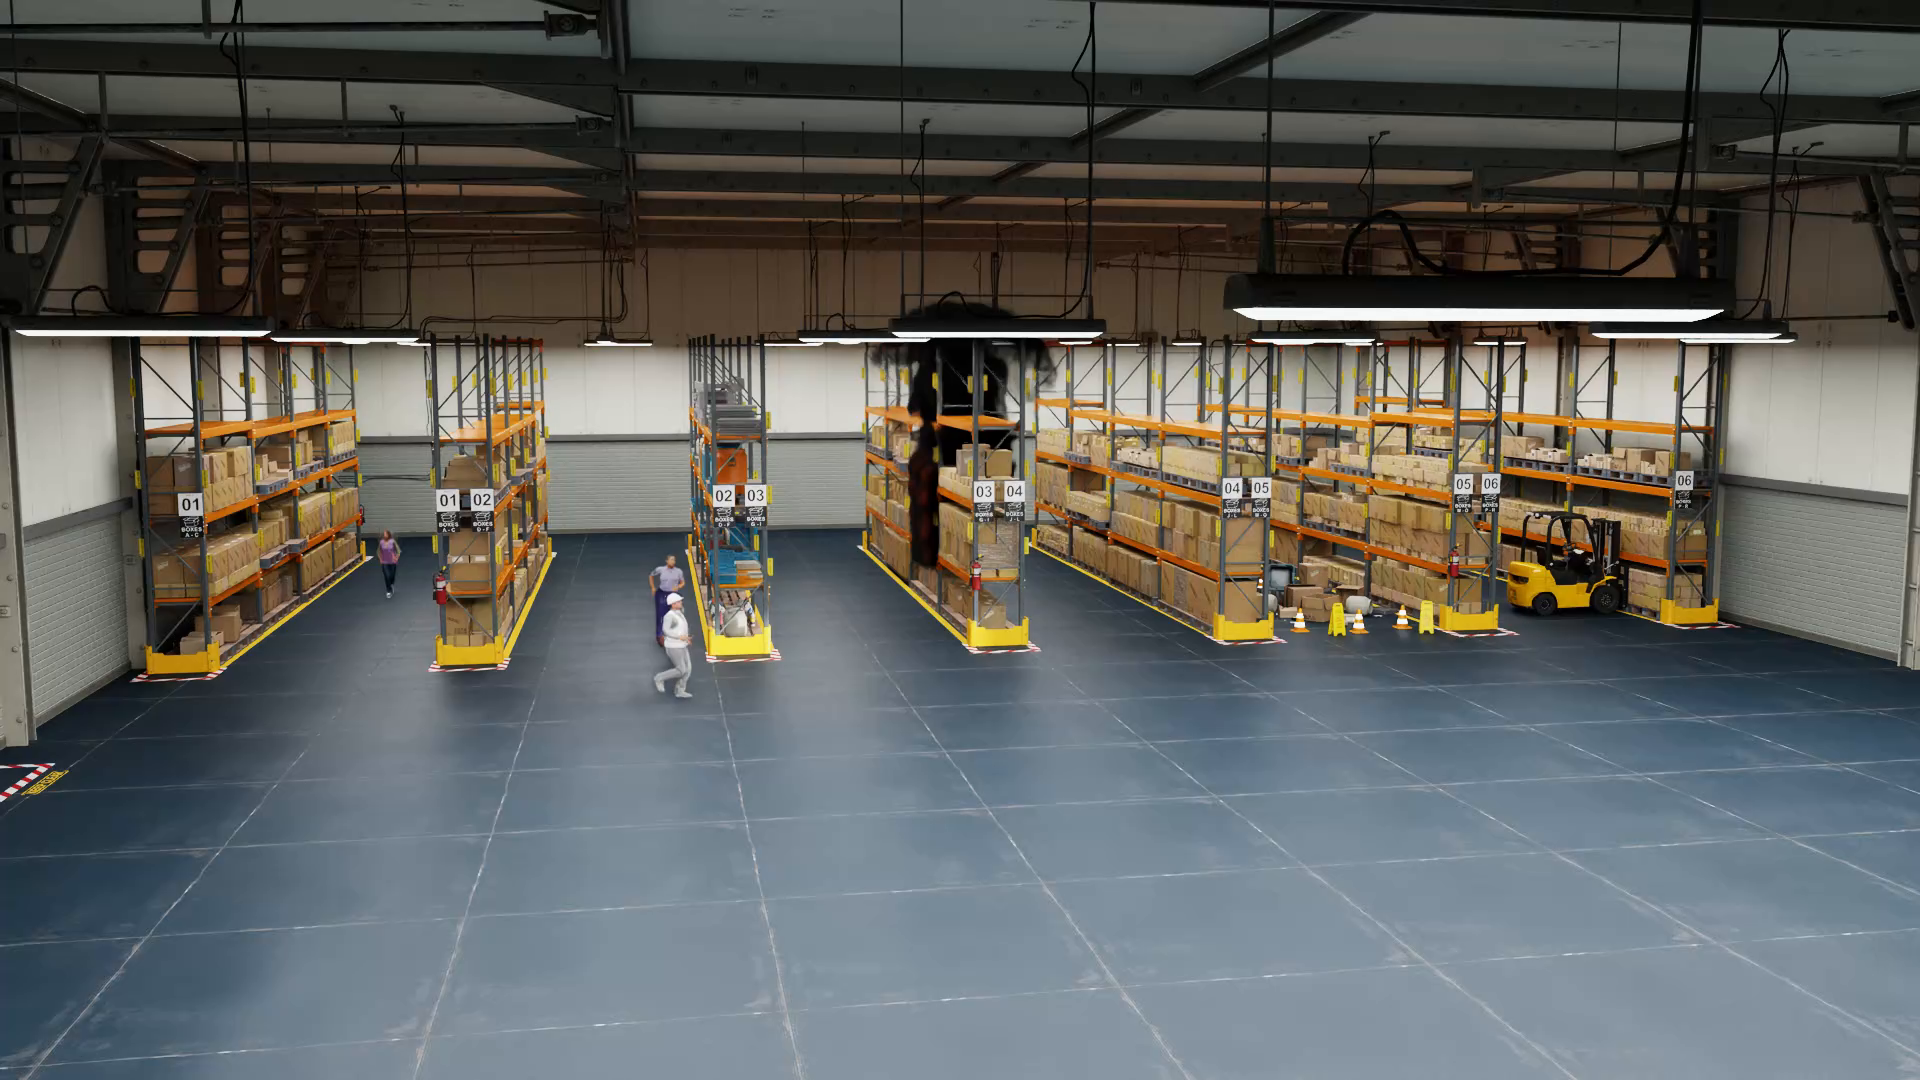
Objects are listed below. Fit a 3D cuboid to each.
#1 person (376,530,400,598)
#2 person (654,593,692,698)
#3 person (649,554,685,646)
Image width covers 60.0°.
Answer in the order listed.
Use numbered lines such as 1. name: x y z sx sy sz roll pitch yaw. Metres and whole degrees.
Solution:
1. person: -13.261 0.540 38.601 0.537 1.568 0.506 -1 7 -12
2. person: -4.699 1.732 27.362 0.658 1.730 0.660 1 7 10
3. person: -5.439 1.100 30.987 0.638 1.677 0.814 -3 7 -23
